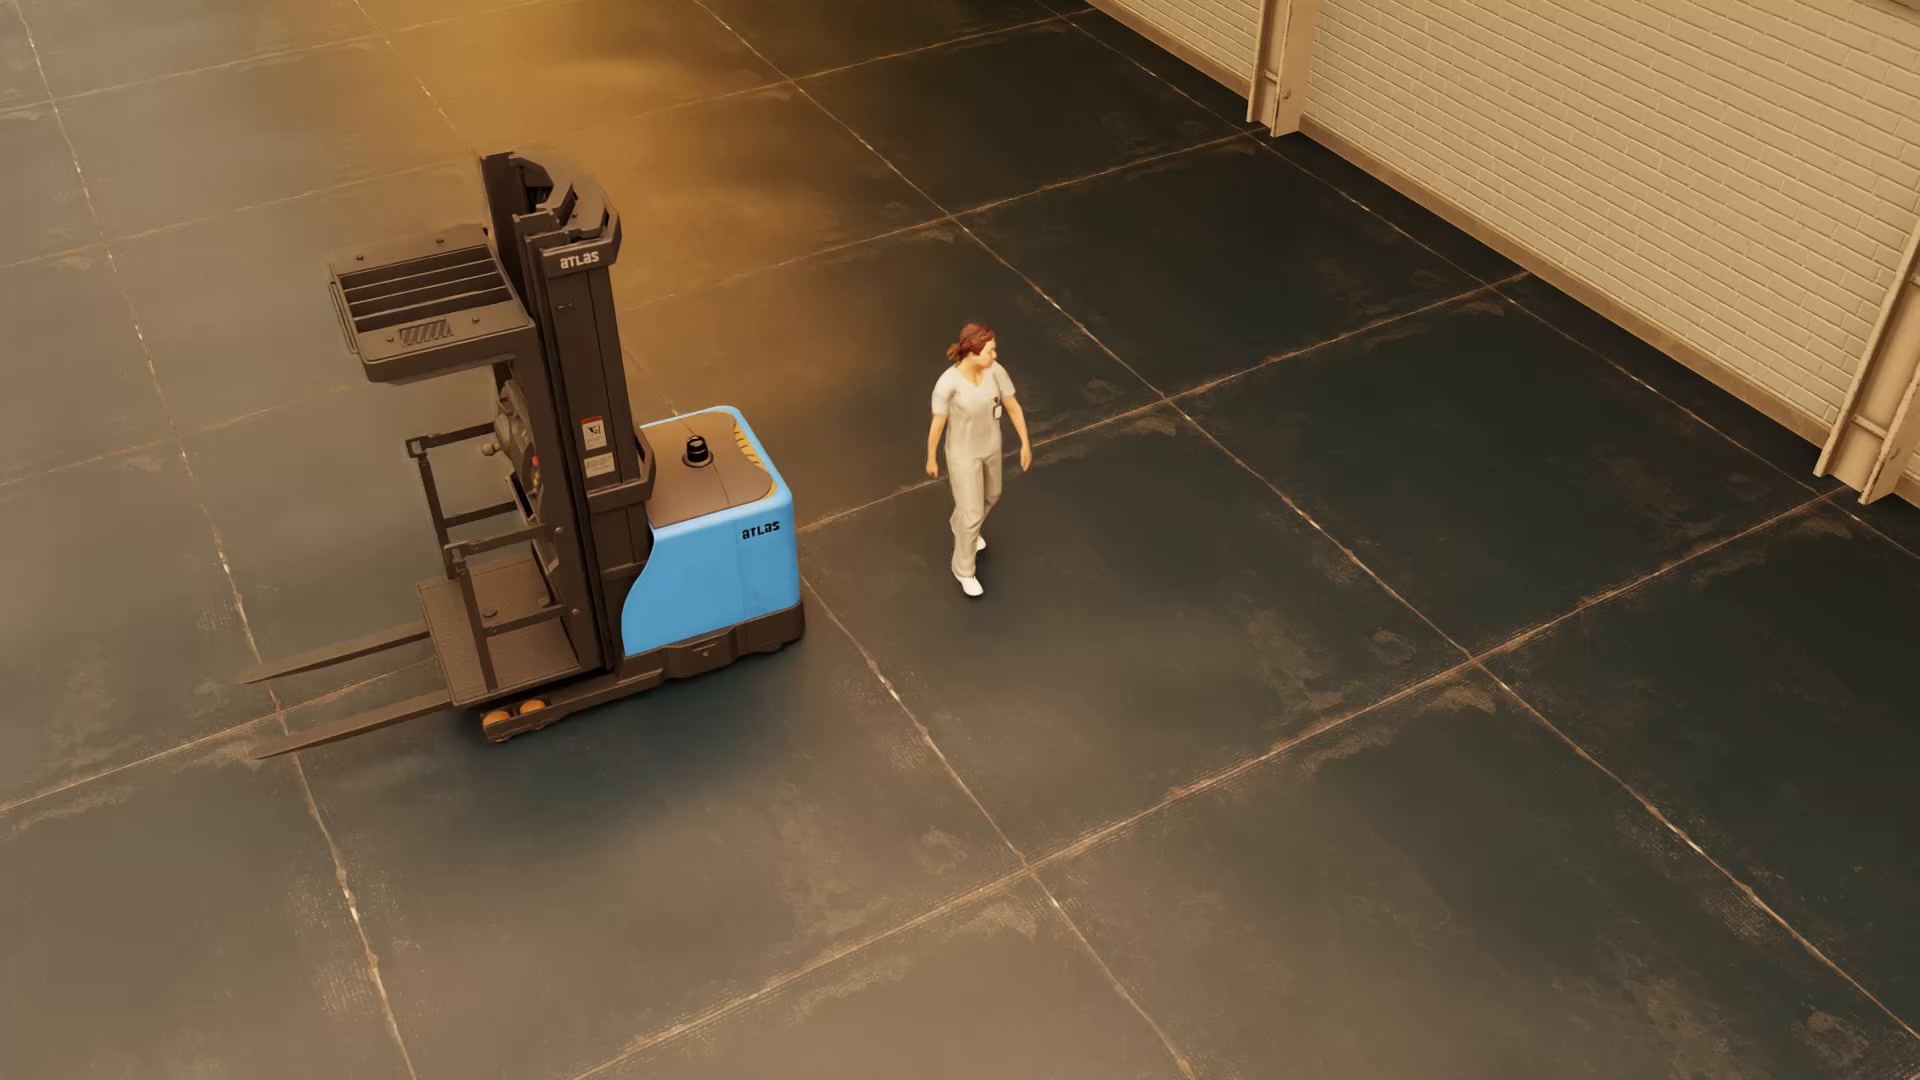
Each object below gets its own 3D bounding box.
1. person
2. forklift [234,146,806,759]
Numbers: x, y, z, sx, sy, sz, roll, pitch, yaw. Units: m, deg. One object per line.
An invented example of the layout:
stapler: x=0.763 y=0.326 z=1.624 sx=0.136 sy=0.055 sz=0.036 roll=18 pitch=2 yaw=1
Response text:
person: x=0.084 y=-0.503 z=9.674 sx=0.556 sy=1.622 sz=0.652 roll=-27 pitch=47 yaw=-29
forklift: x=-2.451 y=-0.424 z=8.547 sx=3.031 sy=2.935 sz=1.130 roll=-17 pitch=42 yaw=-19
